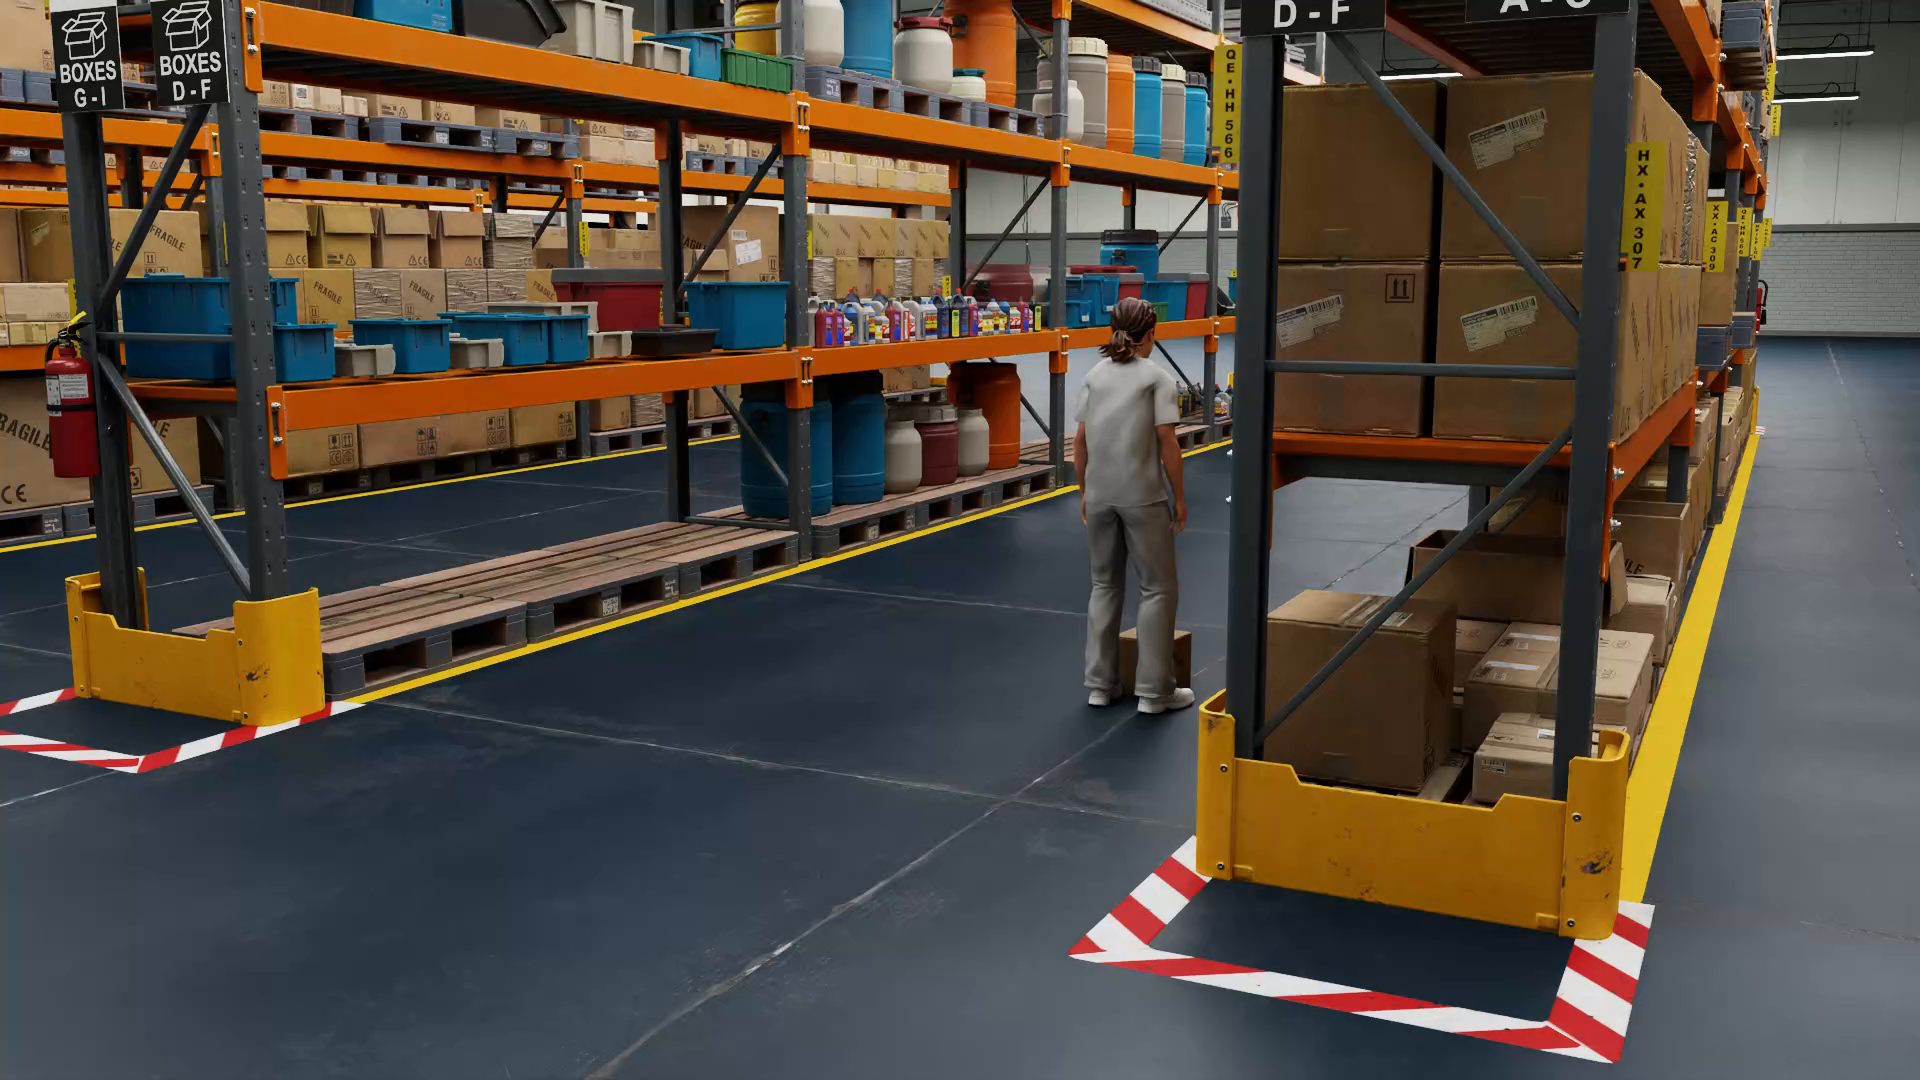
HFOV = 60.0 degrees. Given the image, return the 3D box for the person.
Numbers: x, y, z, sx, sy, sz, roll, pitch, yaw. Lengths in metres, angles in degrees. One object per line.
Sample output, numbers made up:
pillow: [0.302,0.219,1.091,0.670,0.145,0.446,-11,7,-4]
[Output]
person: [0.693,-0.145,6.775,0.488,1.672,0.361,6,11,32]
